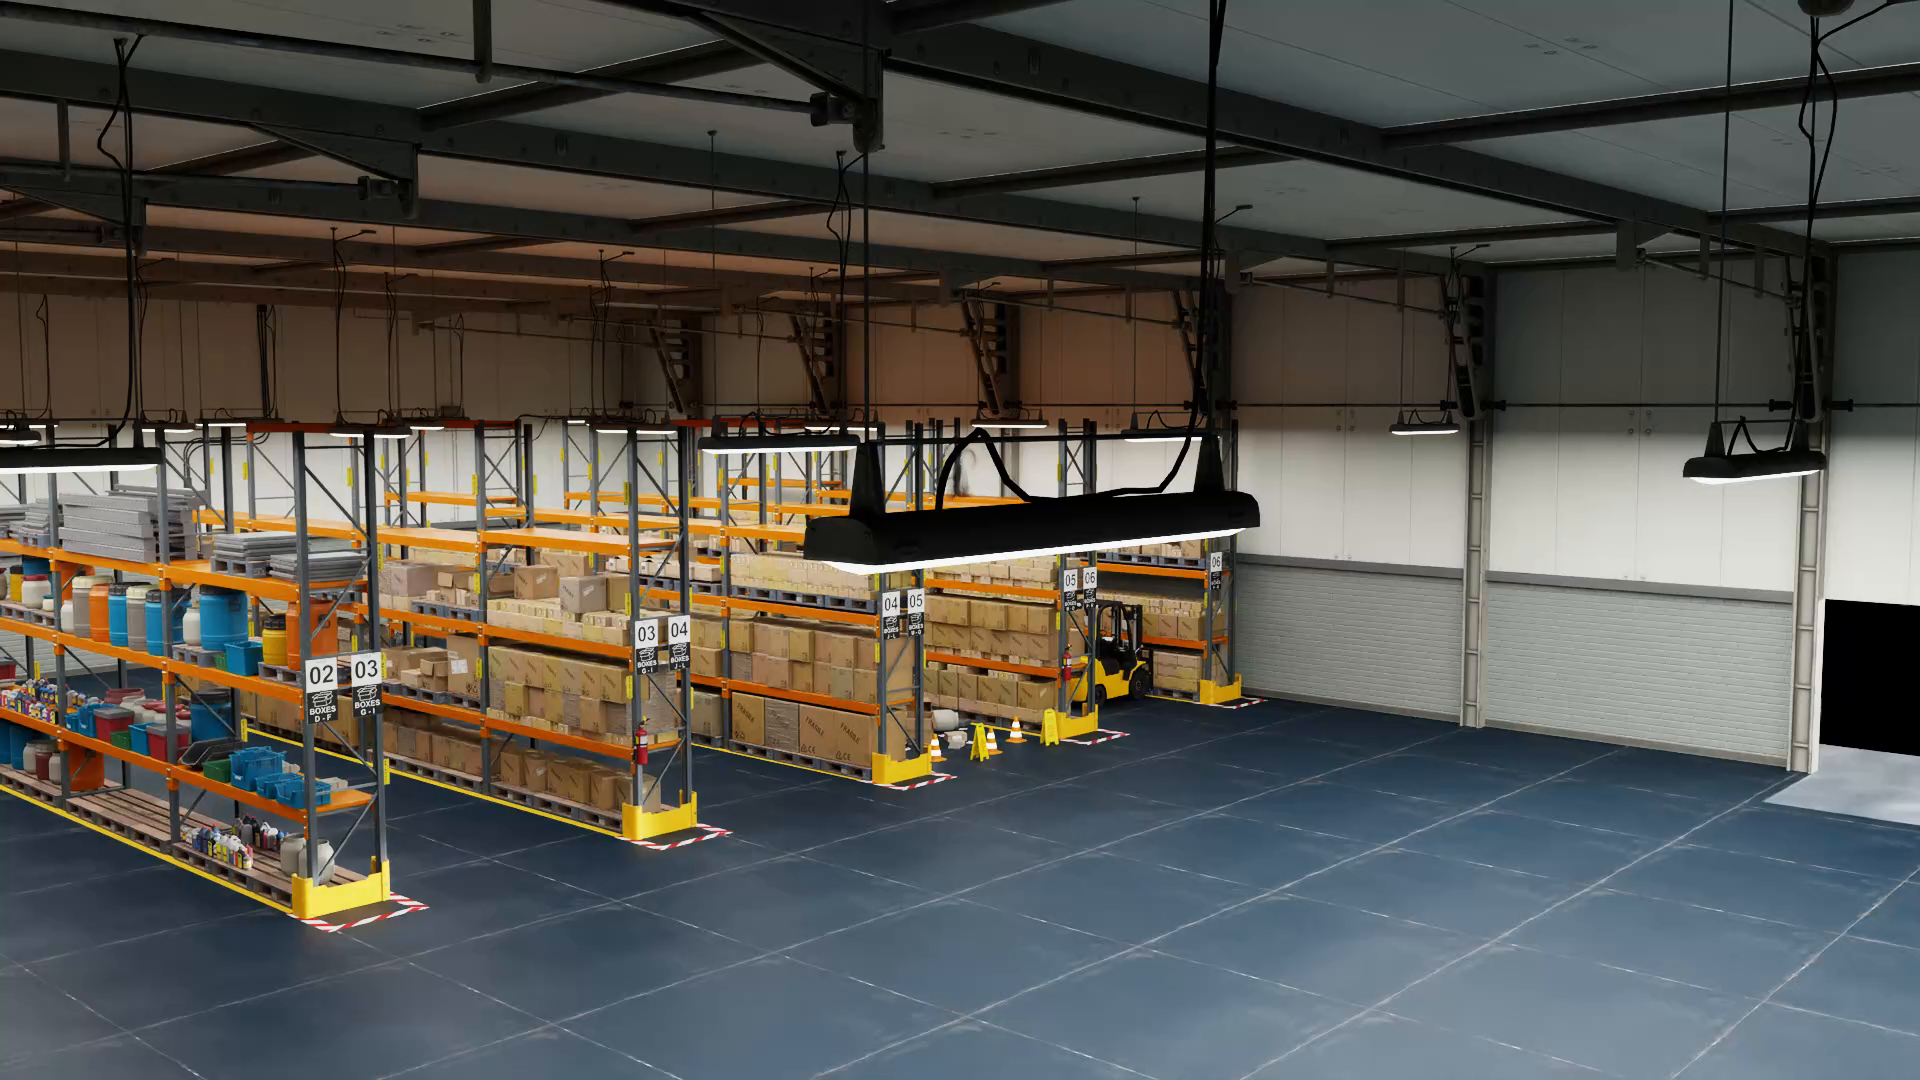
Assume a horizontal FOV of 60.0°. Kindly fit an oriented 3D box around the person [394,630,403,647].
[{"bbox_3d":[-13.334,2.211,39.914,0.536,1.721,0.704,-2,5,-28],"label":"person"}]
